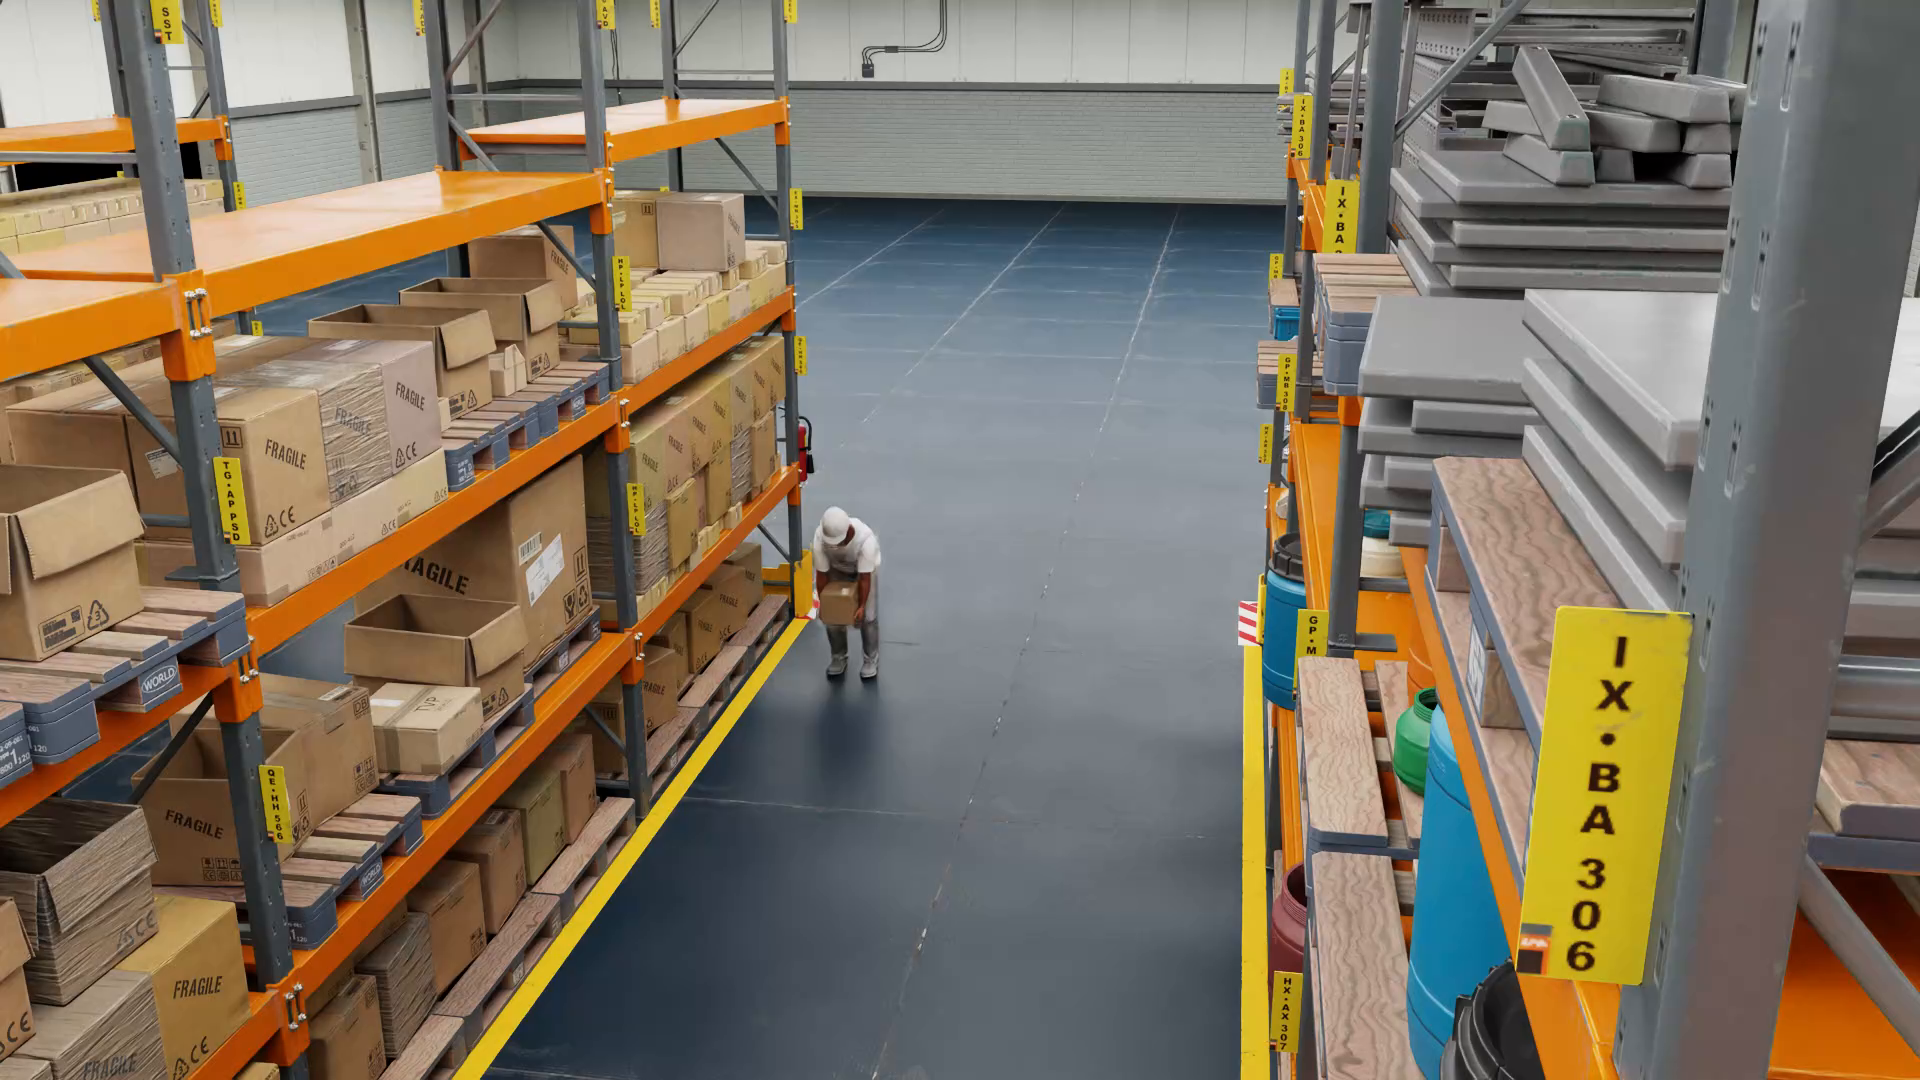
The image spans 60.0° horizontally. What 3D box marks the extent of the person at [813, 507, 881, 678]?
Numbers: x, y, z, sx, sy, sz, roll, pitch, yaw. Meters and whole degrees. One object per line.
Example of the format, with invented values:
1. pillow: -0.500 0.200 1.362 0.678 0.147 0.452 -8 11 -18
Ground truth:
1. person: -0.864 0.382 12.753 0.475 1.490 0.842 4 18 11
